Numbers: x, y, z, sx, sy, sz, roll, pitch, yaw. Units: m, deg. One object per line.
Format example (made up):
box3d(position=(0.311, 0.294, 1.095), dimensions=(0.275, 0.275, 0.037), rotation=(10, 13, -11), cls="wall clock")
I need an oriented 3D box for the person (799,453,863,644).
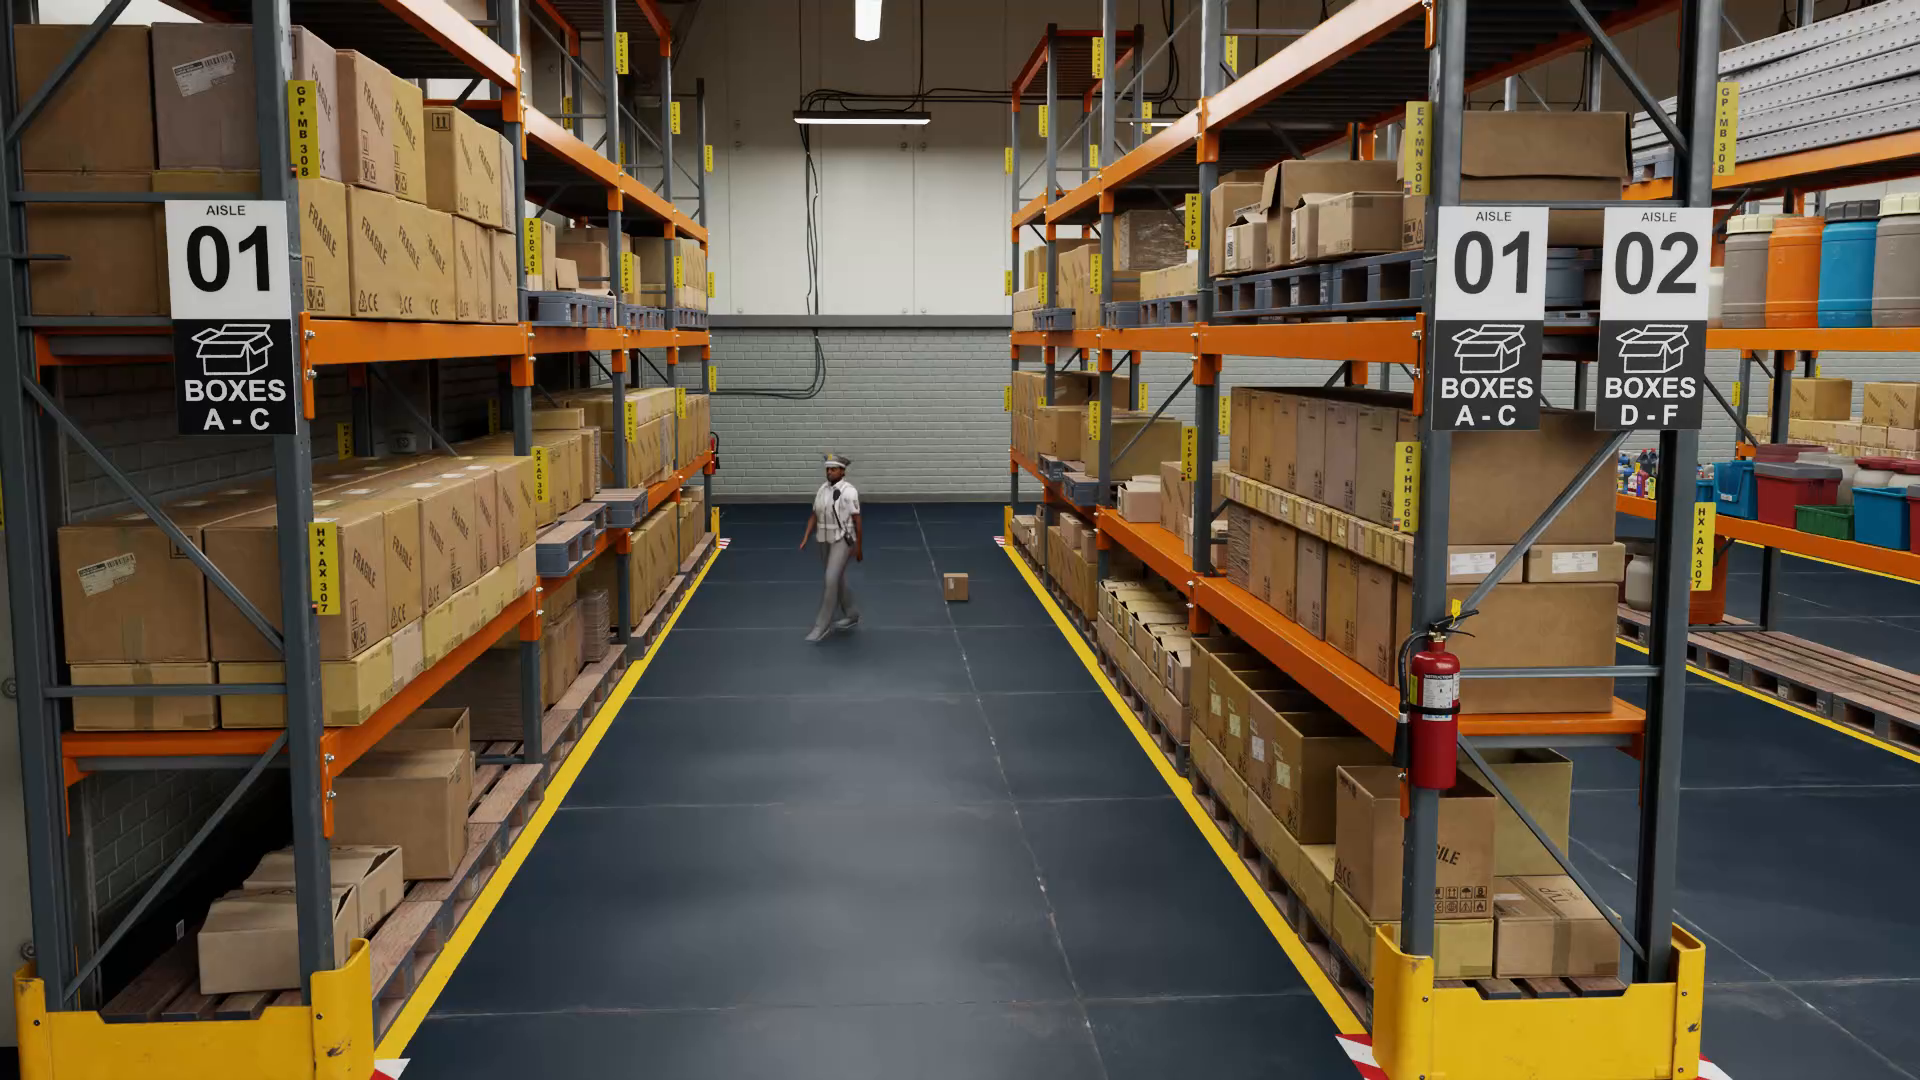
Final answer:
box3d(position=(-1.197, 0.051, 15.254), dimensions=(0.457, 1.687, 0.855), rotation=(6, 9, 39), cls="person")
